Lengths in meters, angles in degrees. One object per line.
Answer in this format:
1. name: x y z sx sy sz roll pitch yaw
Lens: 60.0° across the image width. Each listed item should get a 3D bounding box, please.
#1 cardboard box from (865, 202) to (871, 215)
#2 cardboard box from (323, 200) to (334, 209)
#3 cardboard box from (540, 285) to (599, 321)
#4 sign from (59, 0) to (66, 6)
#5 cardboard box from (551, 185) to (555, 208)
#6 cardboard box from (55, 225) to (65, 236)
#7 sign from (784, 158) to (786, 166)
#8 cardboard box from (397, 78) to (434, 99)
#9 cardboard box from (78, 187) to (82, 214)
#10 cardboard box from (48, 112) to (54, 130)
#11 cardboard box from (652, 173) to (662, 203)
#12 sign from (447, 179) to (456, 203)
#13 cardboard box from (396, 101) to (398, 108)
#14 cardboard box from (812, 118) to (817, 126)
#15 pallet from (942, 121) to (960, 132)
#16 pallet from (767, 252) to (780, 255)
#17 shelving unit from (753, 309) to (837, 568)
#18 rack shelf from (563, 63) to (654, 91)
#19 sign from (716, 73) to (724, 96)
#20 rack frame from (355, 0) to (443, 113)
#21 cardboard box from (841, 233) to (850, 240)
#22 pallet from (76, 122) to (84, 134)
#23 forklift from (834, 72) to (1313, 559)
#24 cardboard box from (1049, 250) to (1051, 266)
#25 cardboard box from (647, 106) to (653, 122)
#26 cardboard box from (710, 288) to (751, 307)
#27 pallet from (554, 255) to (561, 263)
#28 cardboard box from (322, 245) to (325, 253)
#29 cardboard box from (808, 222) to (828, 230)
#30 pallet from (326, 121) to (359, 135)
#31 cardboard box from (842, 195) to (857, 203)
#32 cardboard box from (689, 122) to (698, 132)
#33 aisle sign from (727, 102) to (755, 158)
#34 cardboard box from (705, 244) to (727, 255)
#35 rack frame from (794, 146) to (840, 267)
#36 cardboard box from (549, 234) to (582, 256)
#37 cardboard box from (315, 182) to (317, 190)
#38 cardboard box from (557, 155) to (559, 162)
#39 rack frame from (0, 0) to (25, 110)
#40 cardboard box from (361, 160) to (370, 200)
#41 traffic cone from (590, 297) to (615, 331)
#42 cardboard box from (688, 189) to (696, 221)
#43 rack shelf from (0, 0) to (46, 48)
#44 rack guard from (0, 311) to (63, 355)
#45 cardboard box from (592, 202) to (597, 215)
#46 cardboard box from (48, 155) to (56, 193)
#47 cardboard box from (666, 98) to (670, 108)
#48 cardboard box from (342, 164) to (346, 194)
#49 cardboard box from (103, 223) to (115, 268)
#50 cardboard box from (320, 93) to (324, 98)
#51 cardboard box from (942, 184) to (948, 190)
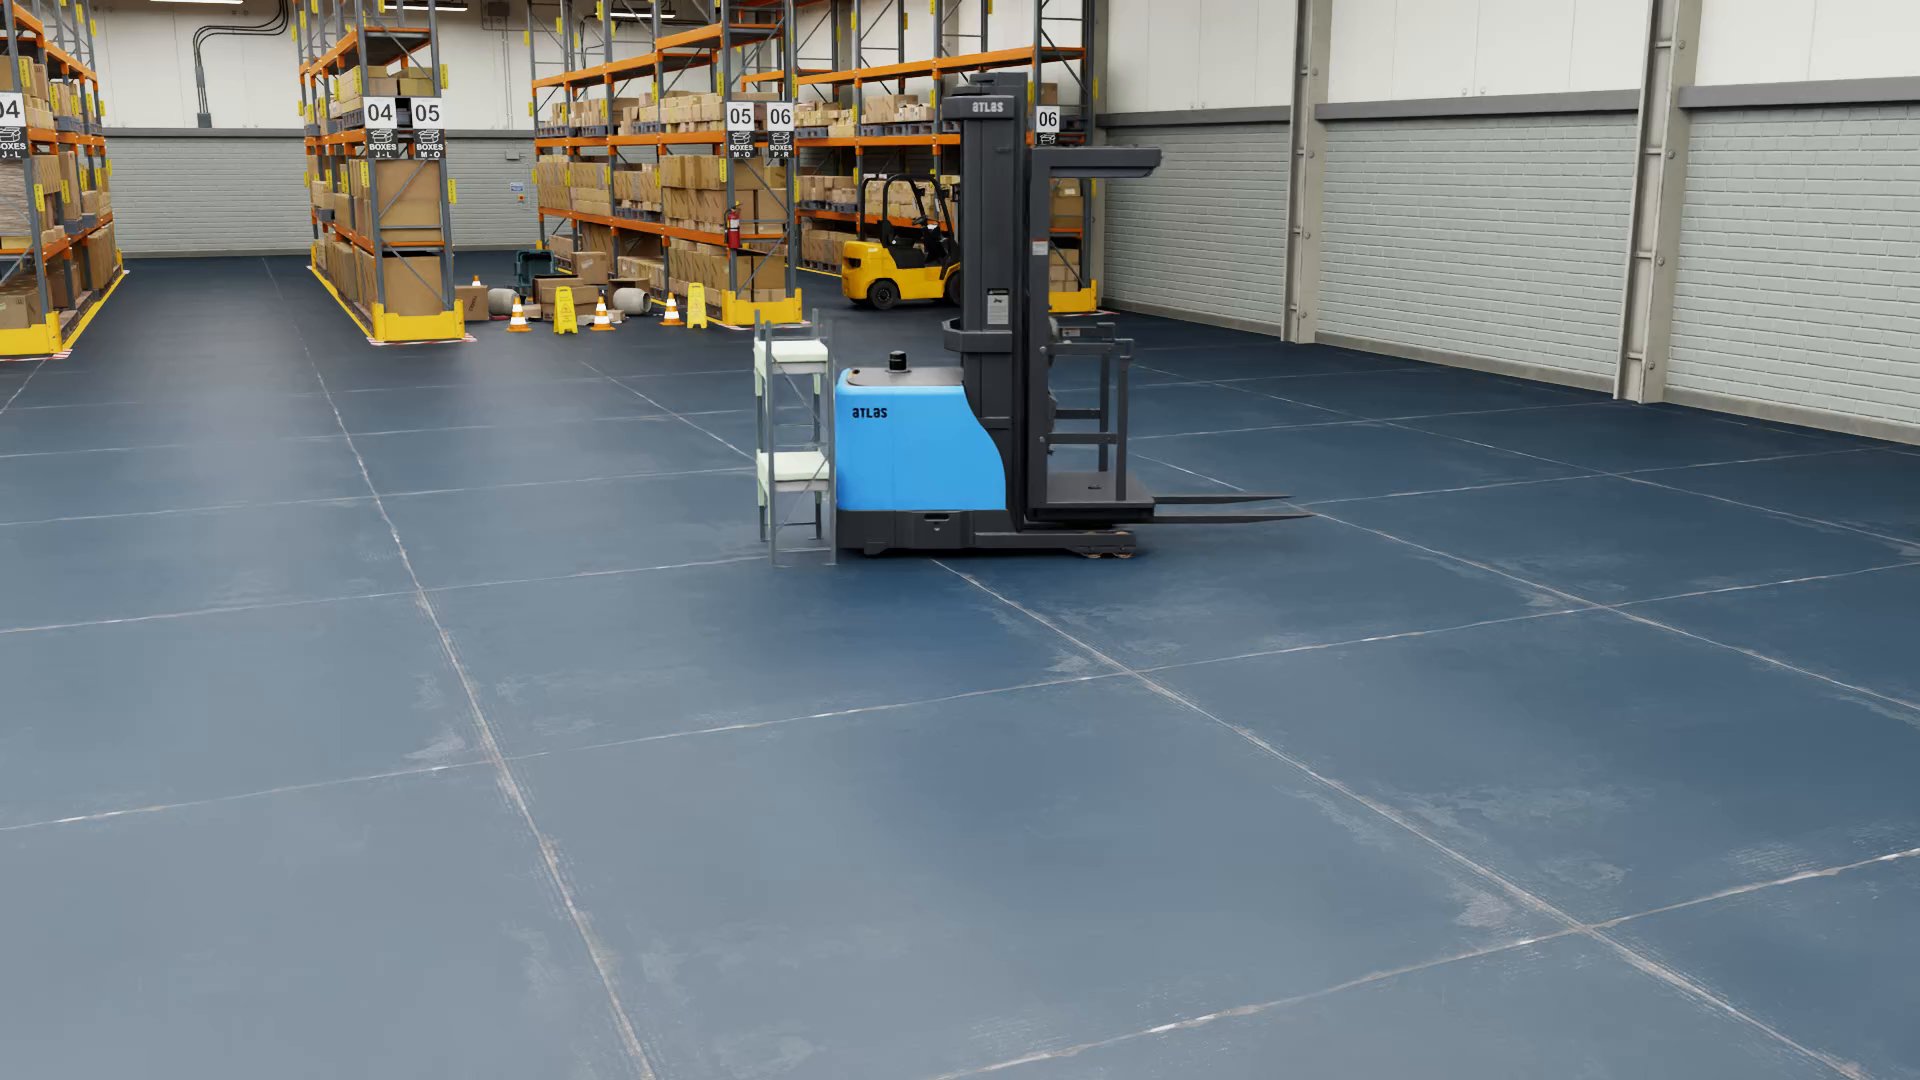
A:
1. cardboard box: -1.635 -6.619 33.151 0.500 0.250 0.500 -6 14 -23
2. cardboard box: -11.249 -6.032 29.905 0.380 0.149 0.250 -5 14 -22
3. cardboard box: -5.954 -3.622 25.405 0.637 0.503 0.797 6 14 26
4. sign: -14.722 -8.930 27.247 0.100 0.325 0.005 -6 14 -23
5. cardboard box: -8.779 -7.623 36.932 0.500 0.500 0.500 -5 14 -21
6. cardboard box: -13.257 -4.495 24.198 0.380 0.149 0.250 -6 14 -23
7. sign: -4.276 -9.223 40.799 0.100 0.325 0.005 -6 14 -23
8. cardboard box: -7.383 -6.146 22.639 0.500 0.250 0.500 -6 14 -23
9. cardboard box: -14.647 -5.501 26.833 0.700 0.500 0.500 -3 13 -15
10. cardboard box: -13.191 -5.953 23.621 0.500 0.250 0.500 -5 14 -21
11. cardboard box: -4.928 -6.004 28.345 0.500 0.500 0.500 -6 14 -24
12. sign: -6.914 -4.746 22.626 0.100 0.325 0.005 -6 14 -23
13. cardboard box: -7.977 -6.293 24.162 0.380 0.149 0.250 -6 14 -23
14. cardboard box: -2.931 -8.863 35.265 0.380 0.149 0.250 -5 14 -22
15. pallet: 0.379 -7.224 28.975 1.003 0.211 1.213 -6 14 -23
16. pallet: -3.957 -6.668 39.215 1.003 0.211 1.213 -6 14 -23
17. shelving unit: -1.029 -0.651 10.352 0.431 1.500 0.755 -2 13 -11
18. rack shelf: -6.936 -9.148 32.920 1.077 0.370 4.000 -6 14 -23
19. sign: -3.447 -6.551 23.907 0.100 0.325 0.005 -6 14 -23
20. rack frame: -7.425 -7.159 21.845 1.000 3.000 0.127 -6 14 -23
21. cardboard box: -2.285 -6.359 34.866 0.380 0.149 0.250 -5 14 -21
22. pallet: -15.522 -6.960 28.055 1.213 0.211 1.003 -5 14 -20
23. forklift: 0.720 -1.432 10.558 3.031 2.935 1.130 0 13 -2
24. cardboard box: 1.146 -4.573 26.923 0.500 0.250 0.500 -5 14 -21
25. cardboard box: -5.097 -7.336 28.664 0.500 0.250 0.500 -5 14 -22
26. cardboard box: -3.510 -3.717 25.444 0.500 0.250 0.500 -6 14 -23
27. pallet: -8.948 -6.493 38.458 1.003 0.211 1.213 -6 14 -23
28. cardboard box: -12.858 -5.971 34.089 0.380 0.149 0.250 -6 14 -23
29. cardboard box: -3.143 -6.933 36.687 0.380 0.149 0.250 -6 14 -26
30. pallet: -10.323 -7.130 28.792 1.213 0.211 1.003 -5 14 -20
31. cardboard box: -2.203 -6.990 34.043 0.380 0.149 0.250 -5 14 -22
32. cardboard box: -3.986 -6.405 25.797 0.380 0.149 0.250 -6 14 -24
33. aisle sign: -3.171 -5.932 24.082 0.394 0.787 0.004 -6 14 -23
34. cardboard box: -3.699 -4.462 25.564 0.380 0.149 0.250 -5 14 -21
35. rack frame: -3.191 -7.633 37.196 1.000 3.000 0.127 -6 14 -23
36. cardboard box: -8.983 -6.839 38.518 0.875 0.438 0.875 -6 14 -25
37. cardboard box: -12.077 -6.750 31.688 0.380 0.149 0.250 -6 14 -23
38. cardboard box: -8.606 -8.340 36.375 0.380 0.149 0.250 -6 14 -24
39. rack frame: -12.010 -6.732 20.000 1.000 3.000 0.127 -6 14 -23
40. cardboard box: -7.843 -5.021 23.184 0.875 0.550 0.550 -6 14 -23
41. traffic cone: -5.165 -3.270 23.974 0.336 0.463 0.334 -6 14 -23
42. cardboard box: -3.979 -5.299 26.232 0.500 0.500 0.500 -5 14 -22
43. rack shelf: -12.812 -6.793 21.867 1.077 0.370 4.000 -6 14 -23
44. rack guard: -12.041 -2.607 21.026 1.175 0.500 0.348 -6 14 -23
45. cardboard box: -6.981 -6.575 32.958 0.500 0.250 0.500 -6 14 -24
46. cardboard box: -12.779 -5.042 22.903 0.500 0.500 0.500 -6 14 -23
47. cardboard box: -4.575 -7.113 27.085 0.380 0.149 0.250 -5 14 -21
48. cardboard box: -10.255 -6.227 28.683 0.700 0.500 0.500 -6 14 -24
49. cardboard box: -17.725 -5.971 33.799 0.875 0.875 0.875 -6 14 -23
50. cardboard box: -11.564 -8.096 30.627 0.396 0.266 0.258 -6 14 -23
51. cardboard box: -0.099 -6.255 29.583 0.380 0.149 0.250 -6 14 -24
